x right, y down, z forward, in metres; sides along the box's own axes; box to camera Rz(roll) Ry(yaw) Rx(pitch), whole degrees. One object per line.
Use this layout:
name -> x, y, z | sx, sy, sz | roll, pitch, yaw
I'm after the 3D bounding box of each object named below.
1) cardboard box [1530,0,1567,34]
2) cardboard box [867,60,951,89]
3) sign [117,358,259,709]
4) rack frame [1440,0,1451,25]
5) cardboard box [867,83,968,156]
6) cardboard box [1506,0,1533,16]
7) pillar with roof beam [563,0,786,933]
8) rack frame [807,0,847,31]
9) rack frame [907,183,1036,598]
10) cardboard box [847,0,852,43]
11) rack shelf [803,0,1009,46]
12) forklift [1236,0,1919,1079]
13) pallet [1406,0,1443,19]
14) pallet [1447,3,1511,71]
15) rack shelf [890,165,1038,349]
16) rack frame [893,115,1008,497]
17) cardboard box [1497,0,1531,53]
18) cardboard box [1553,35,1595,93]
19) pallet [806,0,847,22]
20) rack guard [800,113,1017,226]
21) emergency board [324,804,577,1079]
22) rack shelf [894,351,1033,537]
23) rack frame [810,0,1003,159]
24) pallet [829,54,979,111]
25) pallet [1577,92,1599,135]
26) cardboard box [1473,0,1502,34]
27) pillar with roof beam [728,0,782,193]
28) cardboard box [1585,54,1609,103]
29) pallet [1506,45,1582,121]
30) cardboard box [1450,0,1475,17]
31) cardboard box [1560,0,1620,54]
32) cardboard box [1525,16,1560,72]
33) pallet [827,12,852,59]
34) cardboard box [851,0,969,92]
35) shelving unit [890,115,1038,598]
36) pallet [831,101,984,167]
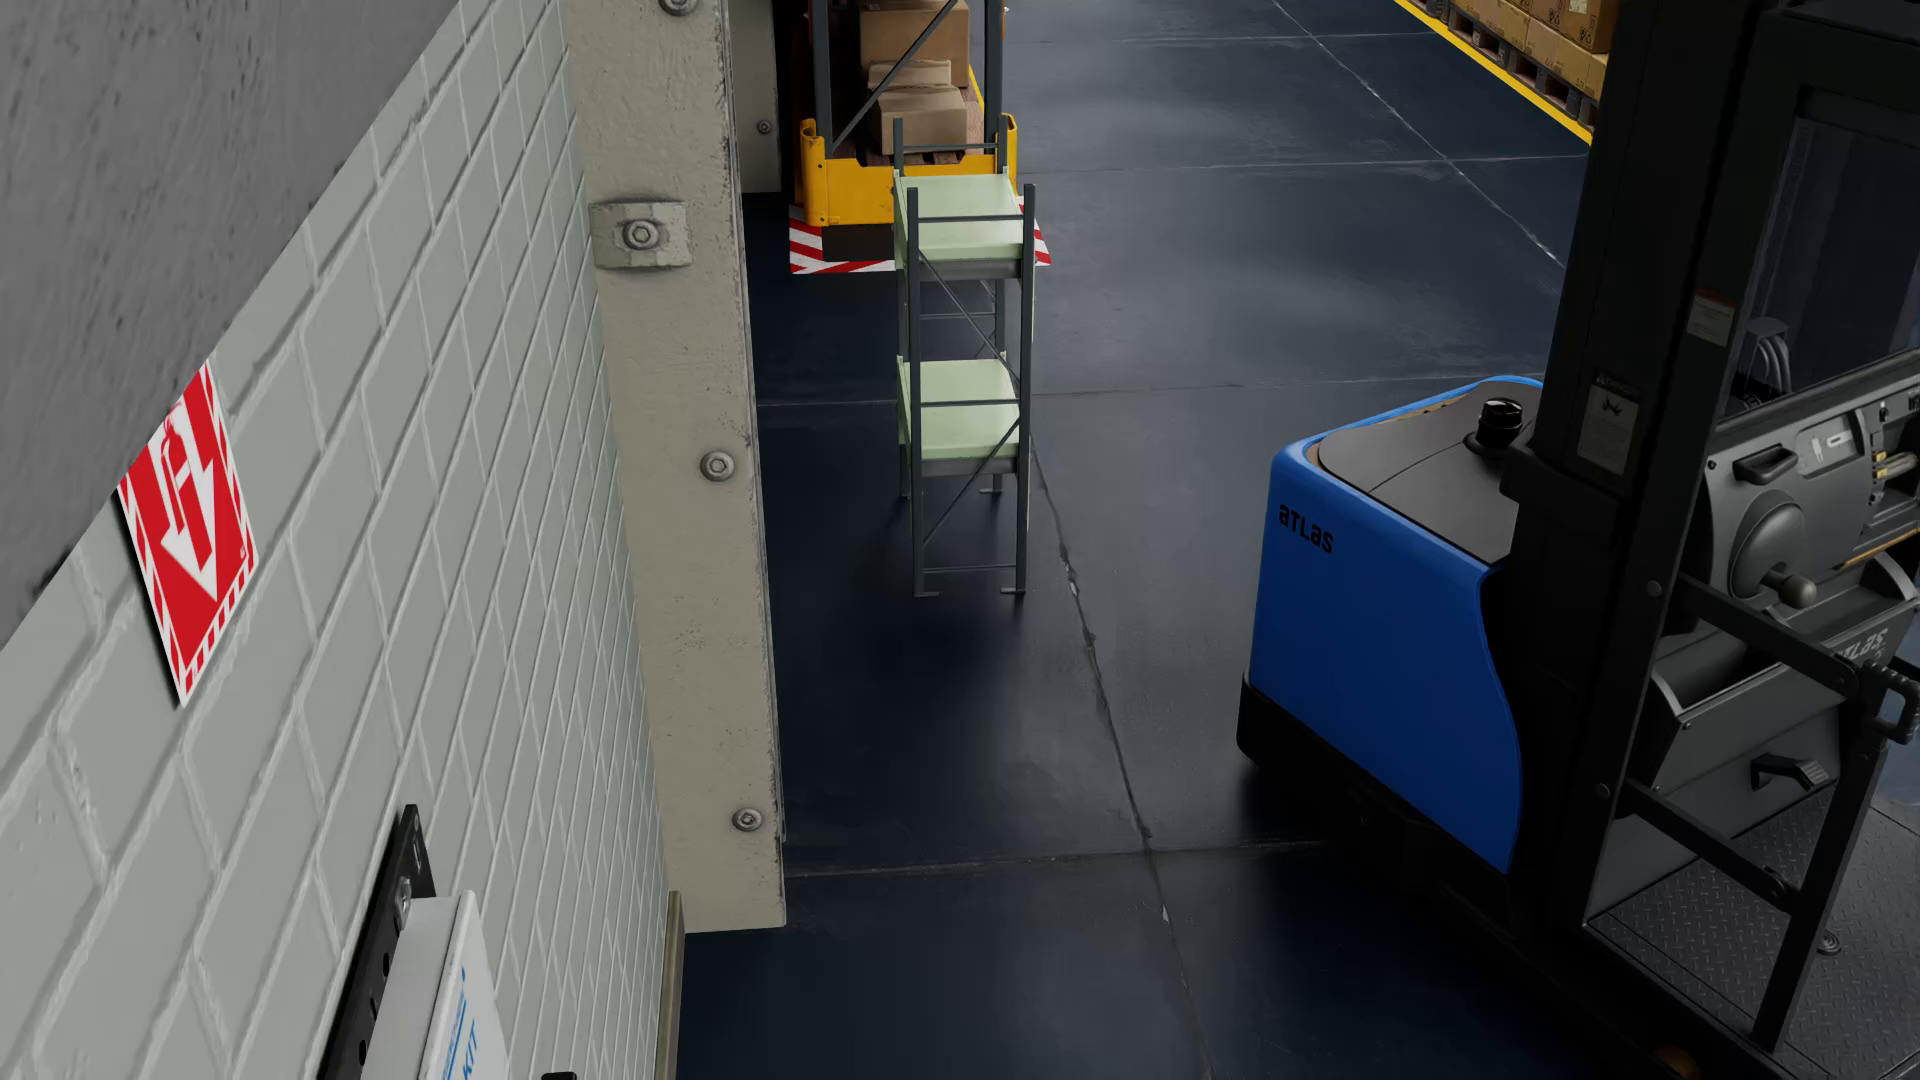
cardboard box -> 4.155, -3.670, 11.009 | 0.500, 0.500, 0.500 | -3, 31, -5
cardboard box -> -0.305, -2.767, 10.151 | 0.500, 0.311, 0.500 | 0, 31, 0
sign -> -0.549, -0.059, 1.164 | 0.001, 0.298, 0.199 | -3, 31, -5
rack frame -> 4.281, -5.365, 12.308 | 1.000, 3.000, 0.127 | -3, 31, -5
cardboard box -> -0.252, -2.476, 9.663 | 0.500, 0.311, 0.500 | -6, 31, -10
cardboard box -> 4.106, -3.925, 11.436 | 0.500, 0.500, 0.500 | -3, 31, -5
pillar with roof beam -> 3.643, -3.118, 2.695 | 9.100, 9.000, 0.400 | -3, 31, -5
rack frame -> -0.651, -5.126, 11.907 | 1.000, 3.000, 0.127 | -3, 31, -5
rack frame -> 0.035, -0.454, 5.547 | 0.400, 1.500, 0.023 | -3, 31, -5
cardboard box -> -0.514, -3.714, 11.551 | 0.500, 0.500, 0.500 | -5, 31, -8
rack shelf -> -0.464, -3.796, 10.382 | 1.077, 0.370, 4.000 | -3, 31, -5
forklift -> 2.057, -0.084, 3.532 | 1.130, 2.935, 3.031 | -18, 35, -27
pallet -> 4.173, -4.543, 13.649 | 1.003, 0.211, 1.213 | -3, 31, -5
pallet -> 4.313, -3.760, 12.340 | 1.003, 0.211, 1.213 | -3, 31, -5
rack shelf -> 0.001, -0.976, 5.660 | 0.431, 0.370, 0.720 | -3, 31, -5
rack frame -> -0.034, -0.827, 6.173 | 0.400, 1.500, 0.023 | -3, 31, -5
cardboard box -> 4.106, -3.603, 11.629 | 0.500, 0.250, 0.500 | -3, 31, -5
cardboard box -> 4.203, -3.093, 10.774 | 0.500, 0.250, 0.500 | -3, 31, -5
pallet -> -0.725, -4.327, 13.288 | 1.003, 0.211, 1.213 | -3, 31, -5
rack guard -> -0.284, -2.050, 9.194 | 1.175, 0.500, 0.348 | -3, 31, -5
emergency board -> -0.450, 0.927, 1.773 | 0.194, 1.169, 0.643 | -3, 31, -5
rack shelf -> 0.001, -0.361, 6.027 | 0.431, 0.370, 0.720 | -3, 31, -5
rack frame -> -0.277, -3.084, 8.488 | 1.000, 3.000, 0.127 | -3, 31, -5
pallet -> -0.436, -2.964, 11.006 | 1.003, 0.211, 1.213 | -3, 31, -5
pallet -> 4.541, -2.515, 10.254 | 1.003, 0.211, 1.213 | -3, 31, -5
cardboard box -> 4.064, -3.859, 12.057 | 0.500, 0.250, 0.500 | -3, 31, -5
pillar with roof beam -> 3.082, -6.182, 7.824 | 9.100, 9.000, 0.400 | -3, 31, -5
cardboard box -> 4.252, -2.837, 10.347 | 0.500, 0.250, 0.500 | -3, 31, -5
pallet -> 4.431, -3.136, 11.294 | 1.003, 0.211, 1.213 | -3, 31, -5
cardboard box -> 4.022, -4.114, 12.484 | 0.500, 0.250, 0.500 | -3, 31, -5
cardboard box -> 4.200, -3.414, 10.582 | 0.500, 0.500, 0.500 | -3, 31, -5
cardboard box -> 4.158, -3.348, 11.202 | 0.500, 0.250, 0.500 | -3, 31, -5
pallet -> -0.553, -3.588, 12.051 | 1.003, 0.211, 1.213 | -3, 31, -5
cardboard box -> -0.324, -3.225, 10.733 | 0.700, 0.500, 0.500 | -5, 31, -8
shelving unit -> 0.001, -0.640, 5.860 | 0.431, 1.500, 0.755 | -3, 31, -5
pallet -> -0.325, -2.342, 9.965 | 1.003, 0.211, 1.213 | -3, 31, -5
